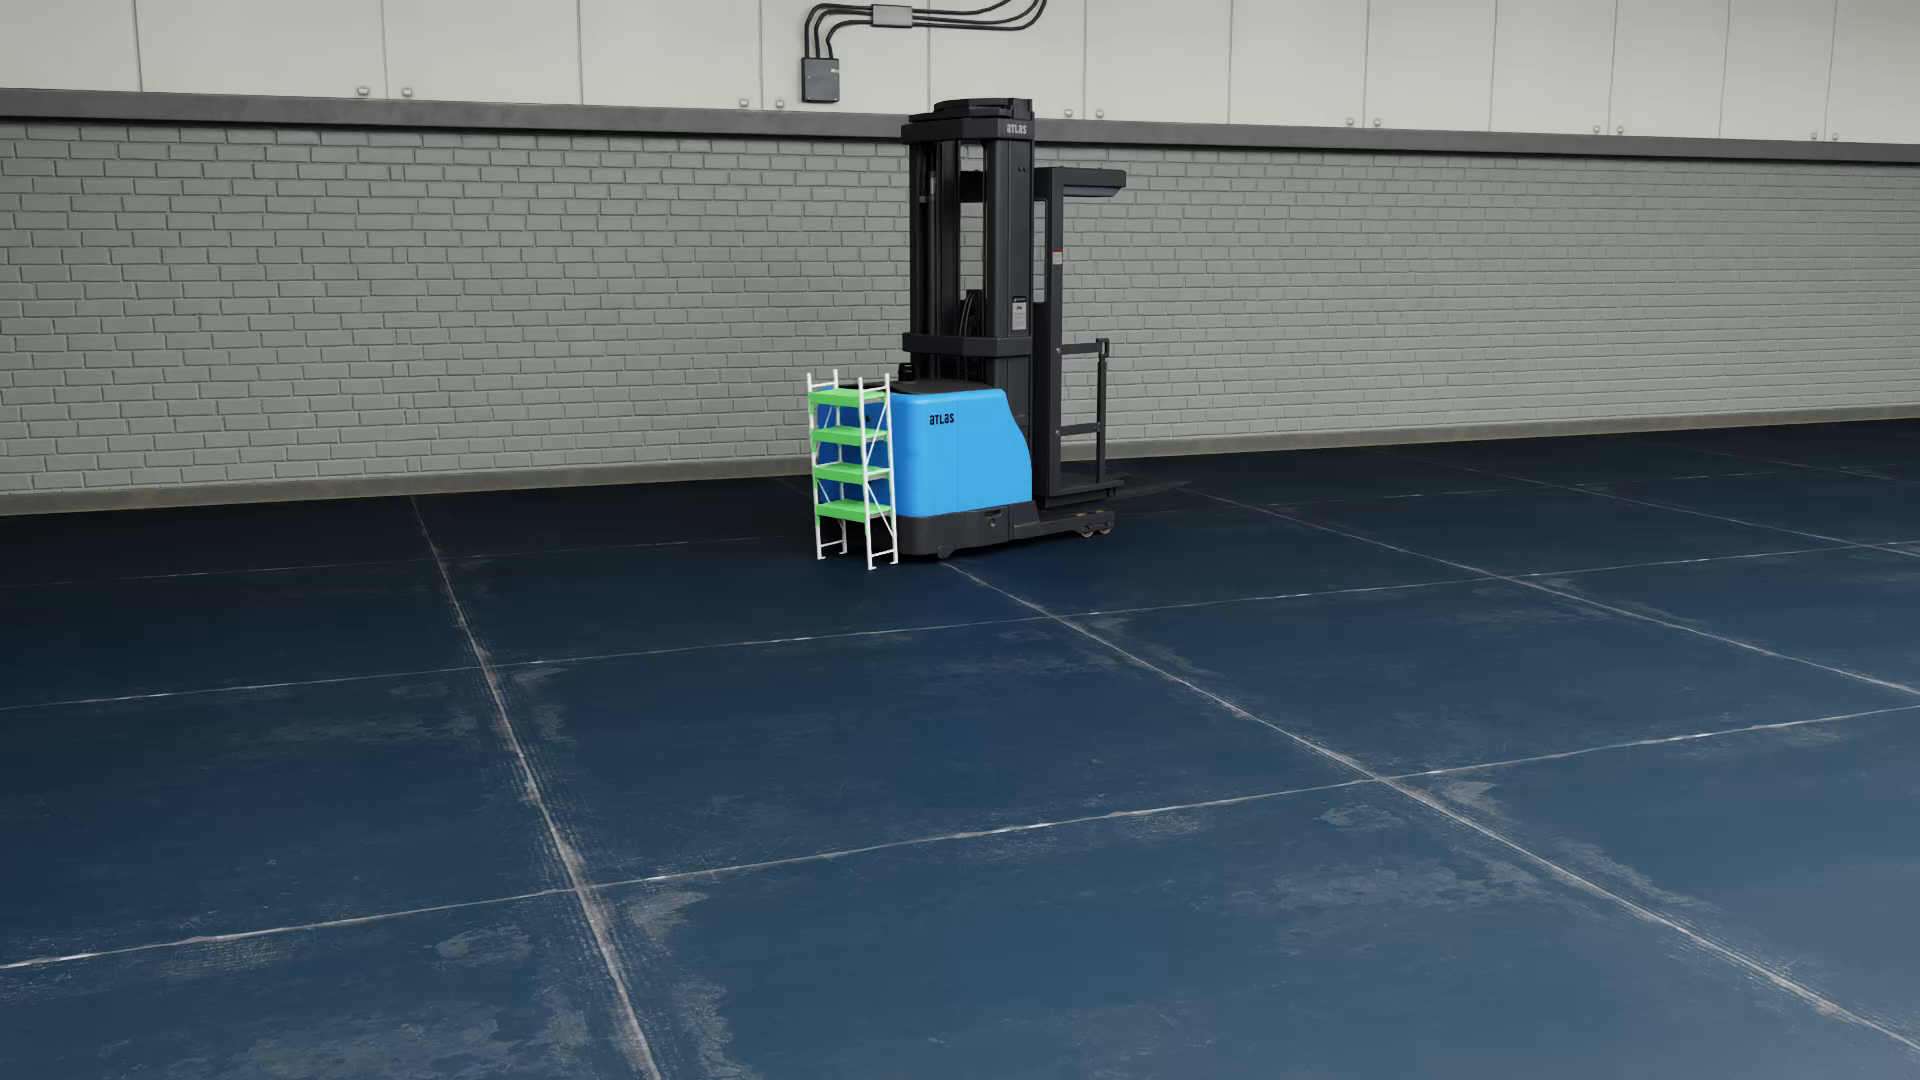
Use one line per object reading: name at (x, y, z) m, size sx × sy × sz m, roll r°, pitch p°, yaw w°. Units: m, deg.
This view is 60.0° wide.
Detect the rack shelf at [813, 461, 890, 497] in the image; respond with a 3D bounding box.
rack shelf at (-0.677, -0.390, 10.509) m, size 0.258 × 0.148 × 0.480 m, roll -14°, pitch 17°, yaw -43°

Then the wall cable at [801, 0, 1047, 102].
wall cable at (-0.245, -6.749, 13.955) m, size 2.305 × 6.003 × 0.169 m, roll -4°, pitch 11°, yaw -21°

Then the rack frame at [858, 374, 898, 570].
rack frame at (-0.507, -0.422, 10.326) m, size 0.240 × 1.200 × 0.015 m, roll -14°, pitch 17°, yaw -43°

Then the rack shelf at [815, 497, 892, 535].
rack shelf at (-0.667, -0.155, 10.560) m, size 0.258 × 0.148 × 0.480 m, roll -14°, pitch 17°, yaw -43°

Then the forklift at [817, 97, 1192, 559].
forklift at (0.447, -1.520, 11.594) m, size 3.031 × 2.935 × 1.130 m, roll -10°, pitch 14°, yaw -44°

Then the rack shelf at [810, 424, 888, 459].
rack shelf at (-0.686, -0.624, 10.458) m, size 0.258 × 0.148 × 0.480 m, roll -14°, pitch 17°, yaw -43°

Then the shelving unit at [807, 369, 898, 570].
shelving unit at (-0.679, -0.452, 10.496) m, size 0.258 × 1.200 × 0.503 m, roll -14°, pitch 17°, yaw -43°

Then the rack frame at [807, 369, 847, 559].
rack frame at (-0.852, -0.482, 10.666) m, size 0.240 × 1.200 × 0.015 m, roll -14°, pitch 17°, yaw -43°

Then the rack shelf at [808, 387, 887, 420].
rack shelf at (-0.696, -0.858, 10.407) m, size 0.258 × 0.148 × 0.480 m, roll -14°, pitch 17°, yaw -43°
